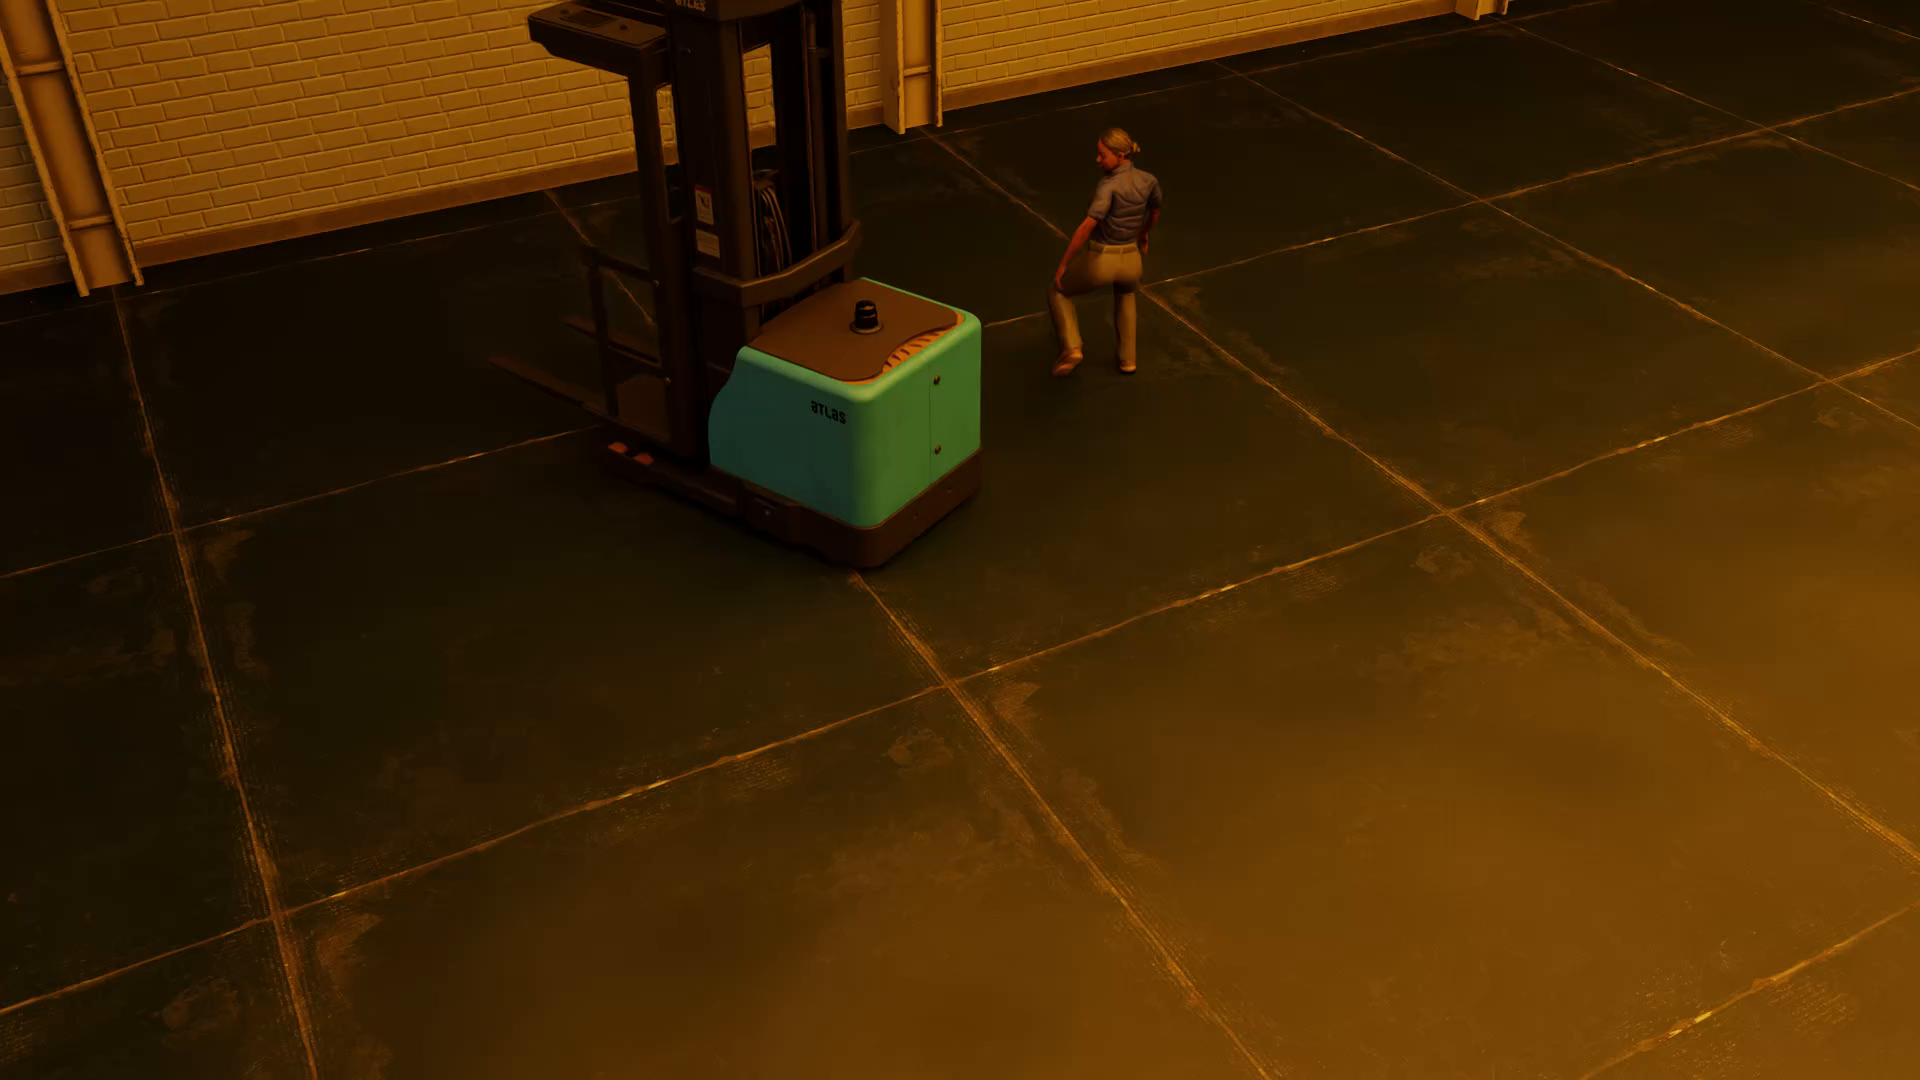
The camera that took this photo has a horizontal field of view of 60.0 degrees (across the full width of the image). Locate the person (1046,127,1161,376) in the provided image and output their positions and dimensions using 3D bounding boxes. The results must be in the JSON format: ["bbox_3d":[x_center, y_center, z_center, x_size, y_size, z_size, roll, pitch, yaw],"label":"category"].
[{"bbox_3d":[0.834,-1.649,9.685,0.799,1.553,0.509,-14,38,-19],"label":"person"}]

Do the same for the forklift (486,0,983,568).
[{"bbox_3d":[-1.371,-1.728,8.567,3.031,2.935,1.130,23,41,28],"label":"forklift"}]
